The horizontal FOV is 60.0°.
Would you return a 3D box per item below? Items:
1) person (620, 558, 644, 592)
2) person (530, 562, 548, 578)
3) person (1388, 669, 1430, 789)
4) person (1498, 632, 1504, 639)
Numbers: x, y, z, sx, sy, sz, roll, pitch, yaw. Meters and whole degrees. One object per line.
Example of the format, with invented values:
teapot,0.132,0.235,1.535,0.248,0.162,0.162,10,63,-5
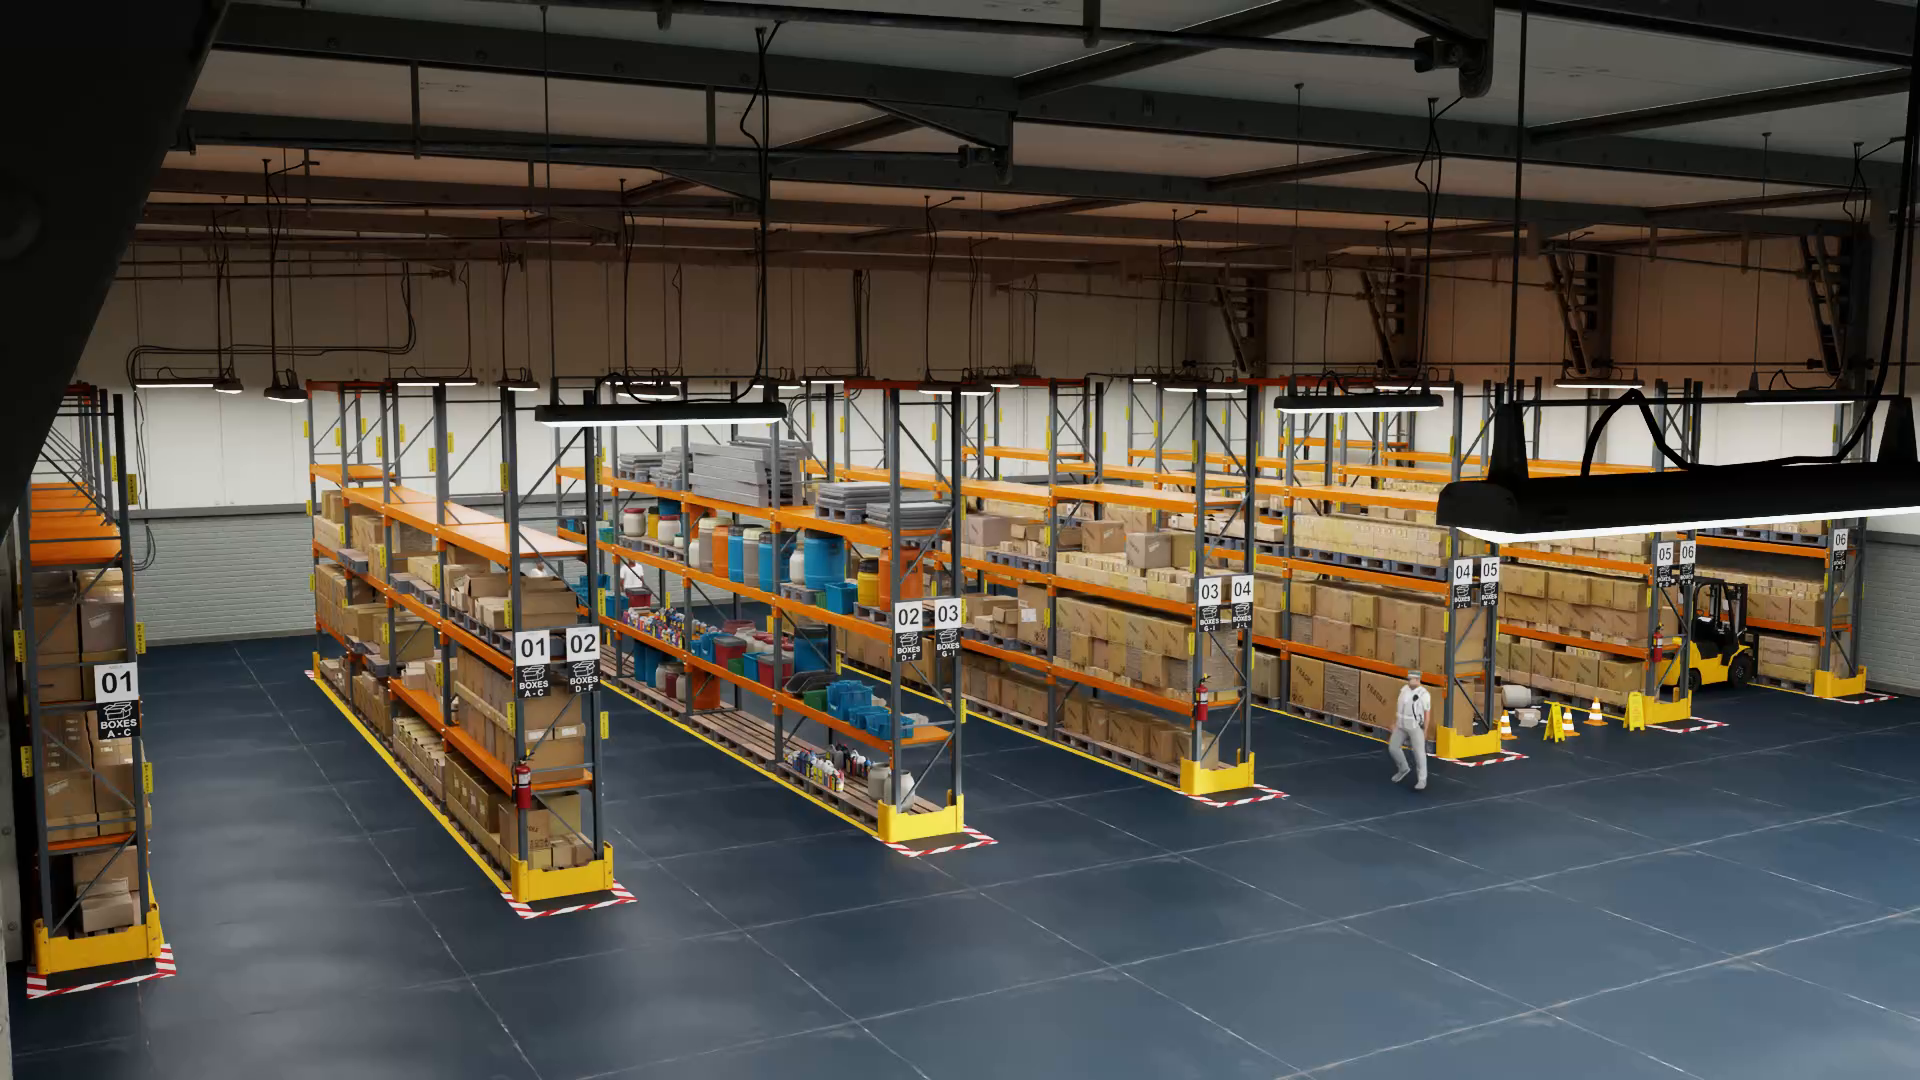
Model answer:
person,-7.930,1.169,40.308,0.571,1.756,0.799,0,6,3
person,-10.012,1.265,39.424,0.857,1.741,0.591,0,6,0
person,6.740,2.806,24.899,0.447,1.779,0.618,-6,8,-43
person,11.278,1.803,34.787,0.549,1.672,0.490,2,7,21
